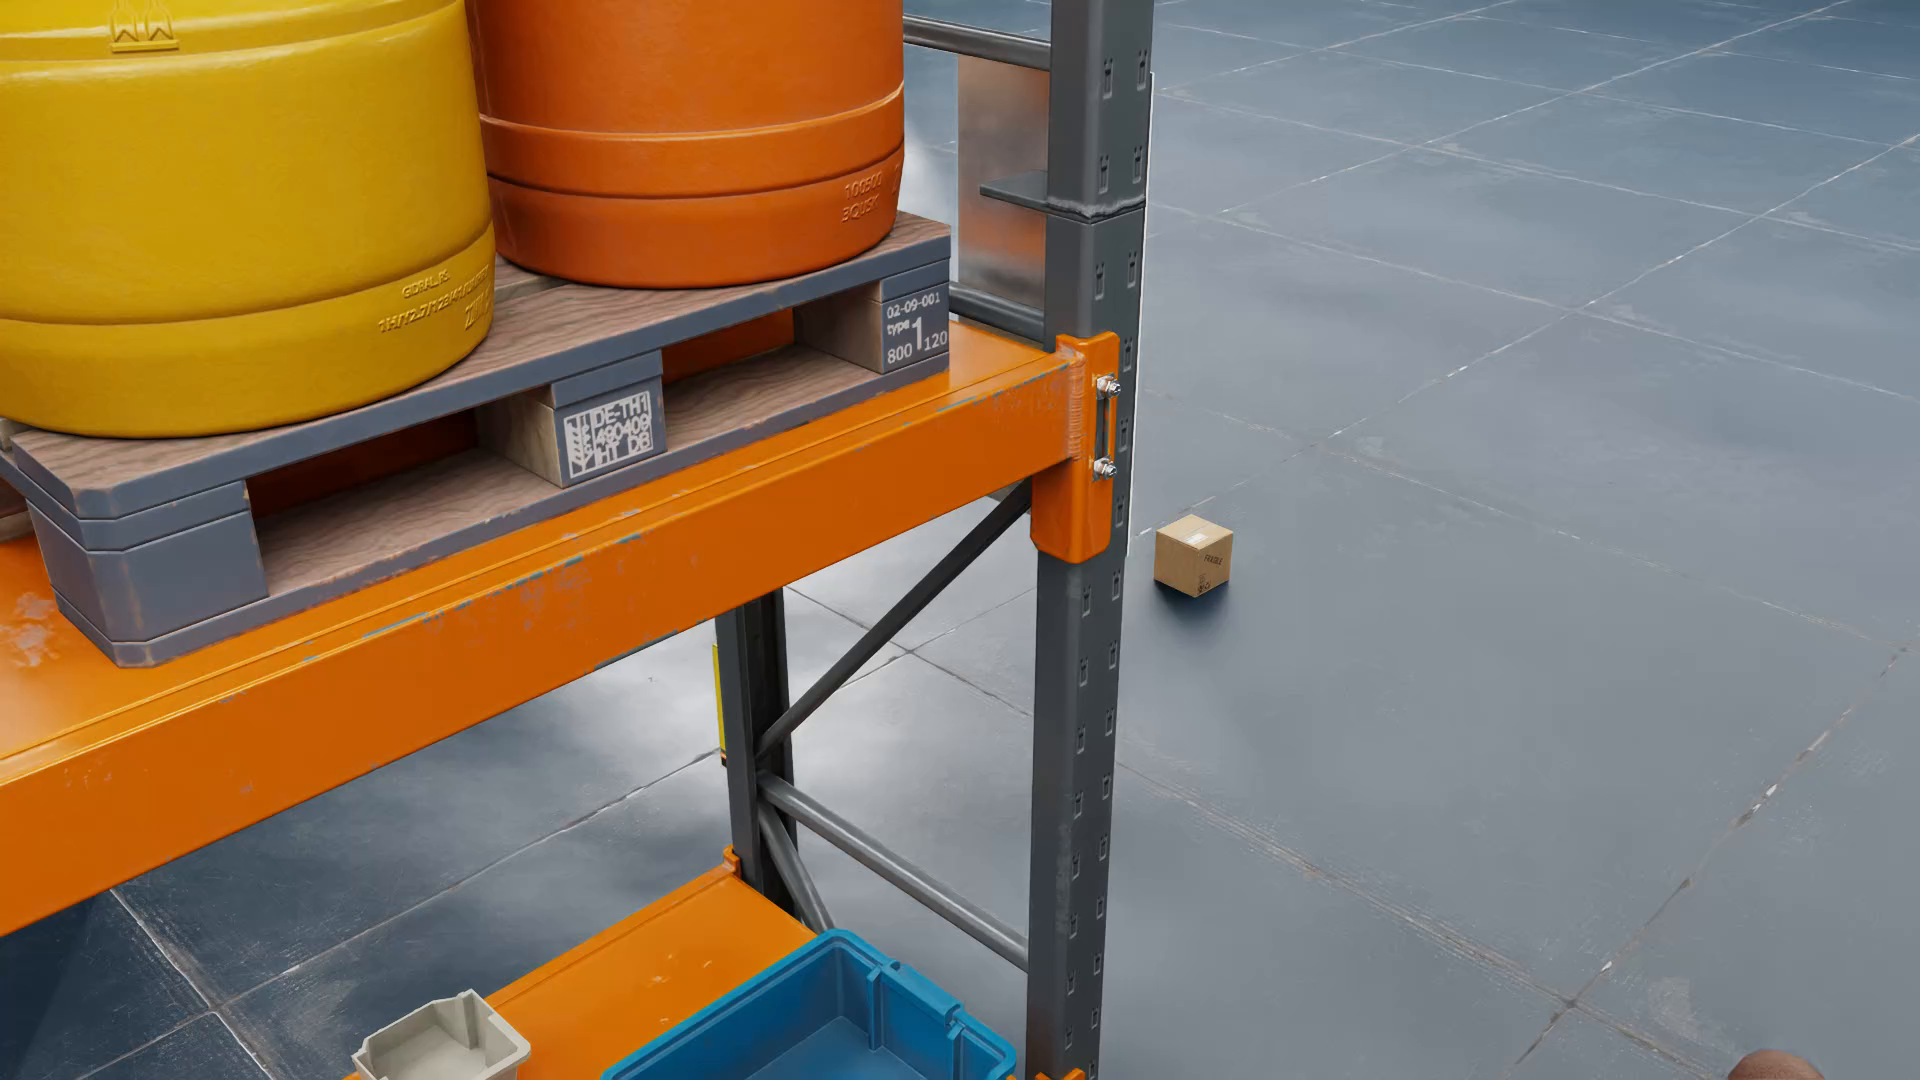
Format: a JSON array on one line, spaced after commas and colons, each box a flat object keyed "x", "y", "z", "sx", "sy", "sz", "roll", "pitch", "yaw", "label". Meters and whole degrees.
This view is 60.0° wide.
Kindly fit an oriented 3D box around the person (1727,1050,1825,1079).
[{"x": 1.351, "y": 1.690, "z": 2.959, "sx": 0.579, "sy": 1.792, "sz": 0.681, "roll": -3, "pitch": 28, "yaw": -5, "label": "person"}]
